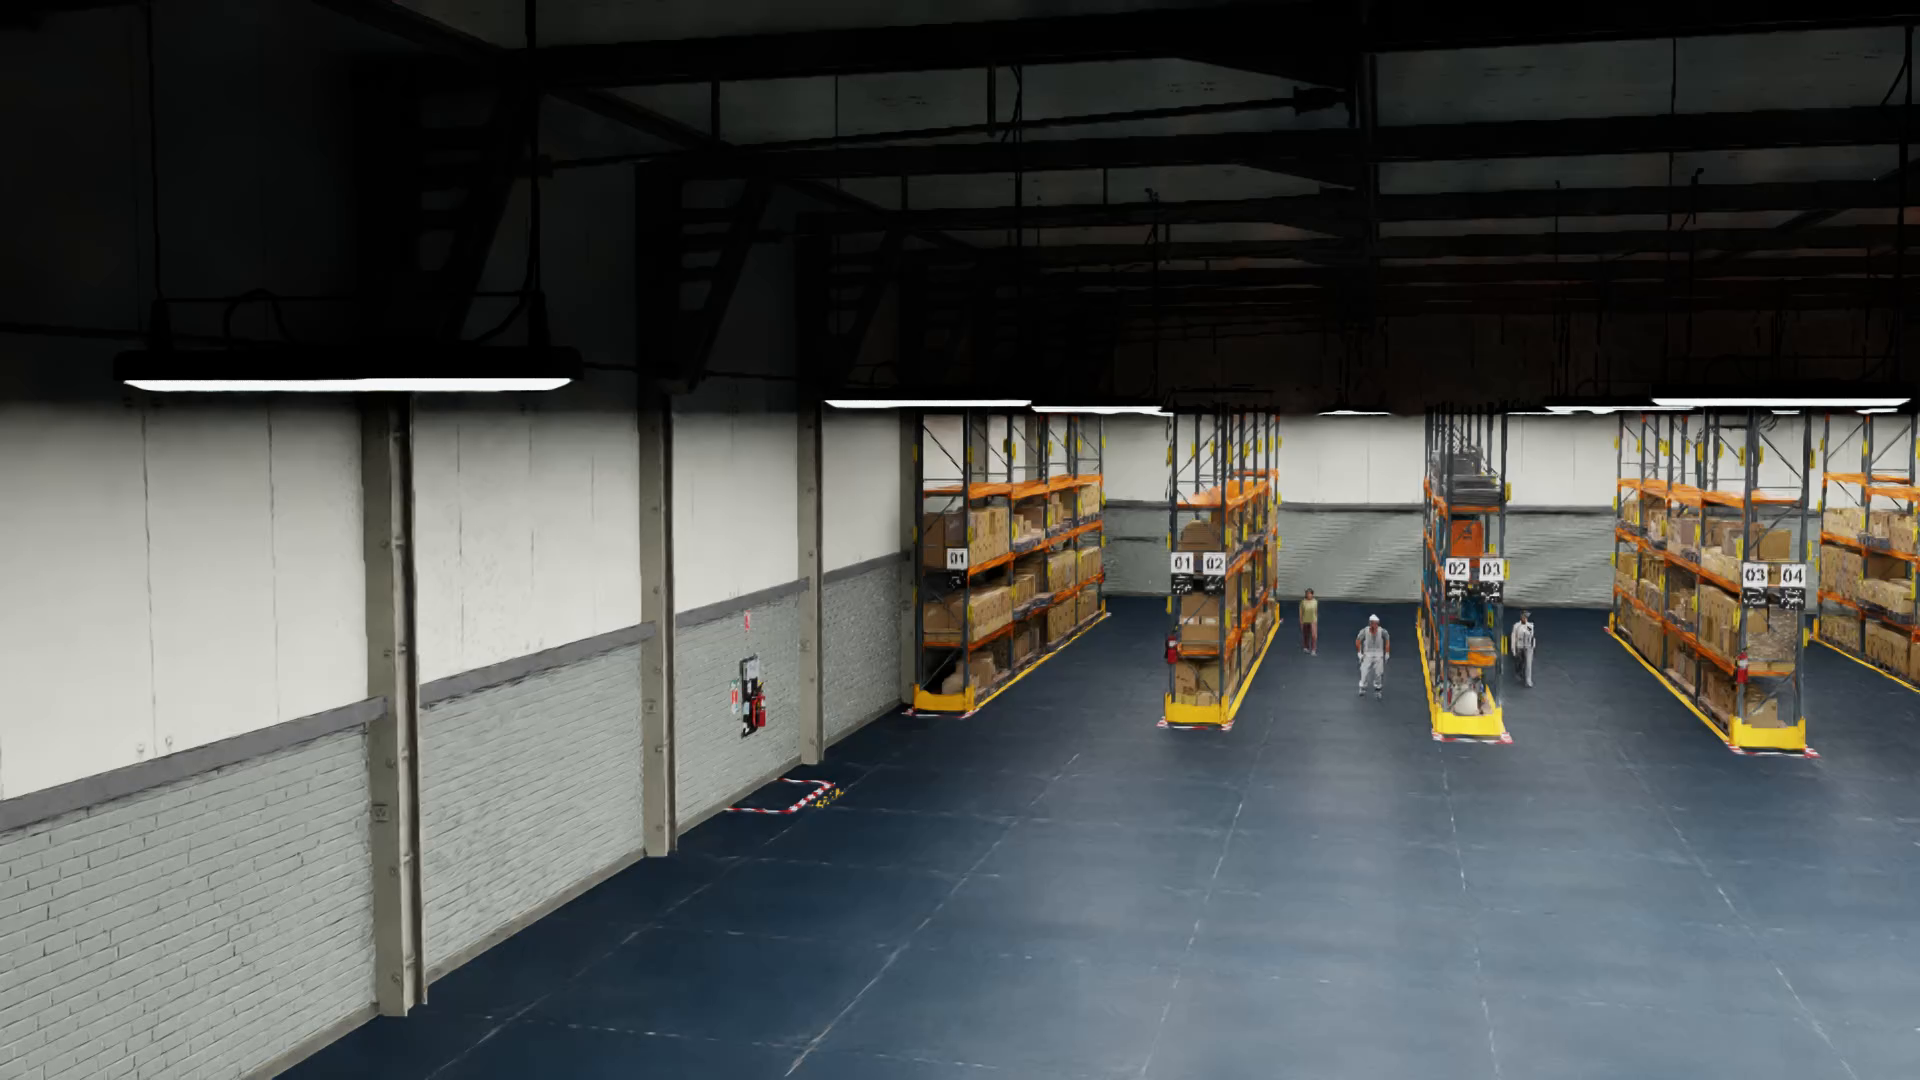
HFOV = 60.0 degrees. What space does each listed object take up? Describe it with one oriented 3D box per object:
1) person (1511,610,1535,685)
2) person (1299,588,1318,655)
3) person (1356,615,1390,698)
[{"bbox_3d":[12.062,2.280,35.632,0.495,1.585,1.086,1,4,16],"label":"person"},{"bbox_3d":[8.396,1.957,40.060,0.451,1.567,1.095,1,4,12],"label":"person"},{"bbox_3d":[8.389,2.367,33.784,0.677,1.741,0.552,1,4,12],"label":"person"}]
